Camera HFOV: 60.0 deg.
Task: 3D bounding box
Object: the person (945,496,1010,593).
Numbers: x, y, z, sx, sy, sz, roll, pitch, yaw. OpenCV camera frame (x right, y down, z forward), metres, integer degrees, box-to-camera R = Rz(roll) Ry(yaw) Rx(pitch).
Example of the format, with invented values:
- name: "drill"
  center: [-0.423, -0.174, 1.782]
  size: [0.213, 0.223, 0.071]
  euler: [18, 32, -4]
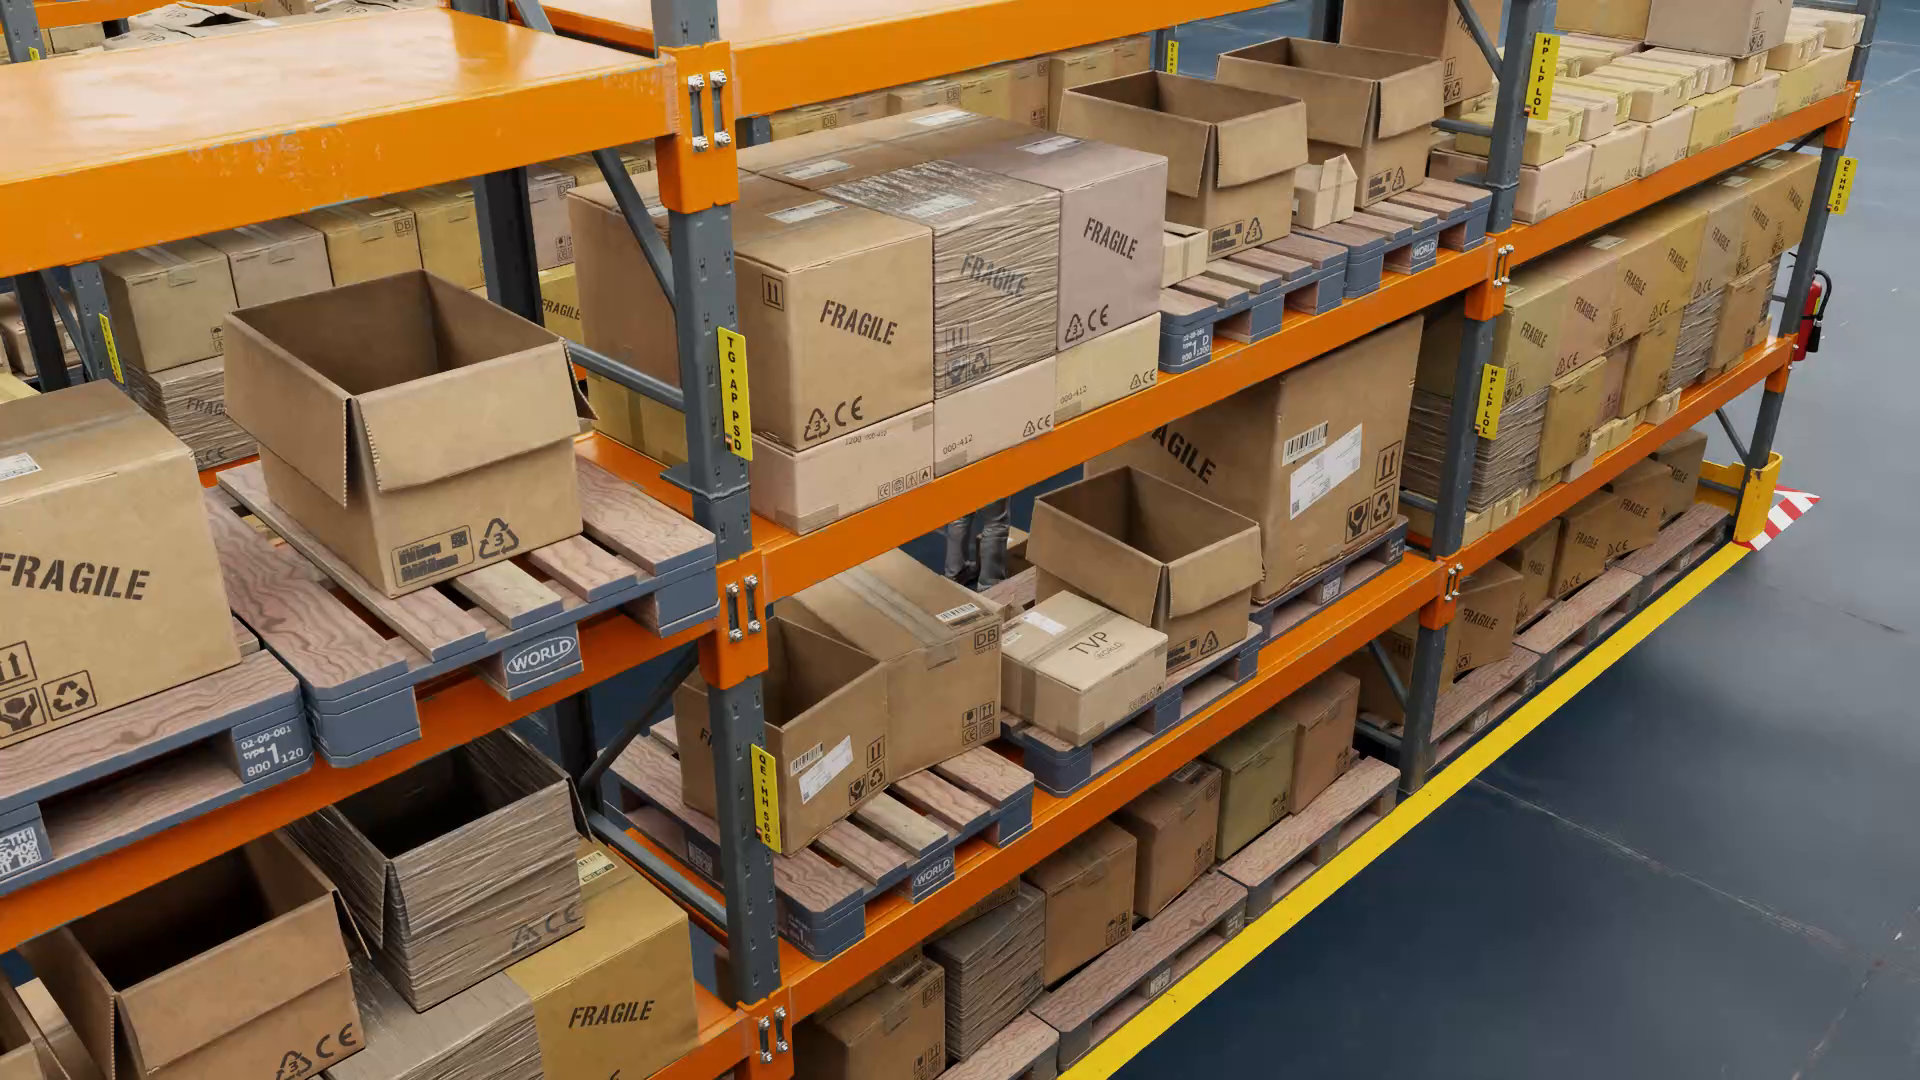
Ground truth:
- name: "person"
  center: [0.087, -0.499, 9.551]
  size: [0.587, 1.767, 0.463]
  euler: [22, 35, 36]
